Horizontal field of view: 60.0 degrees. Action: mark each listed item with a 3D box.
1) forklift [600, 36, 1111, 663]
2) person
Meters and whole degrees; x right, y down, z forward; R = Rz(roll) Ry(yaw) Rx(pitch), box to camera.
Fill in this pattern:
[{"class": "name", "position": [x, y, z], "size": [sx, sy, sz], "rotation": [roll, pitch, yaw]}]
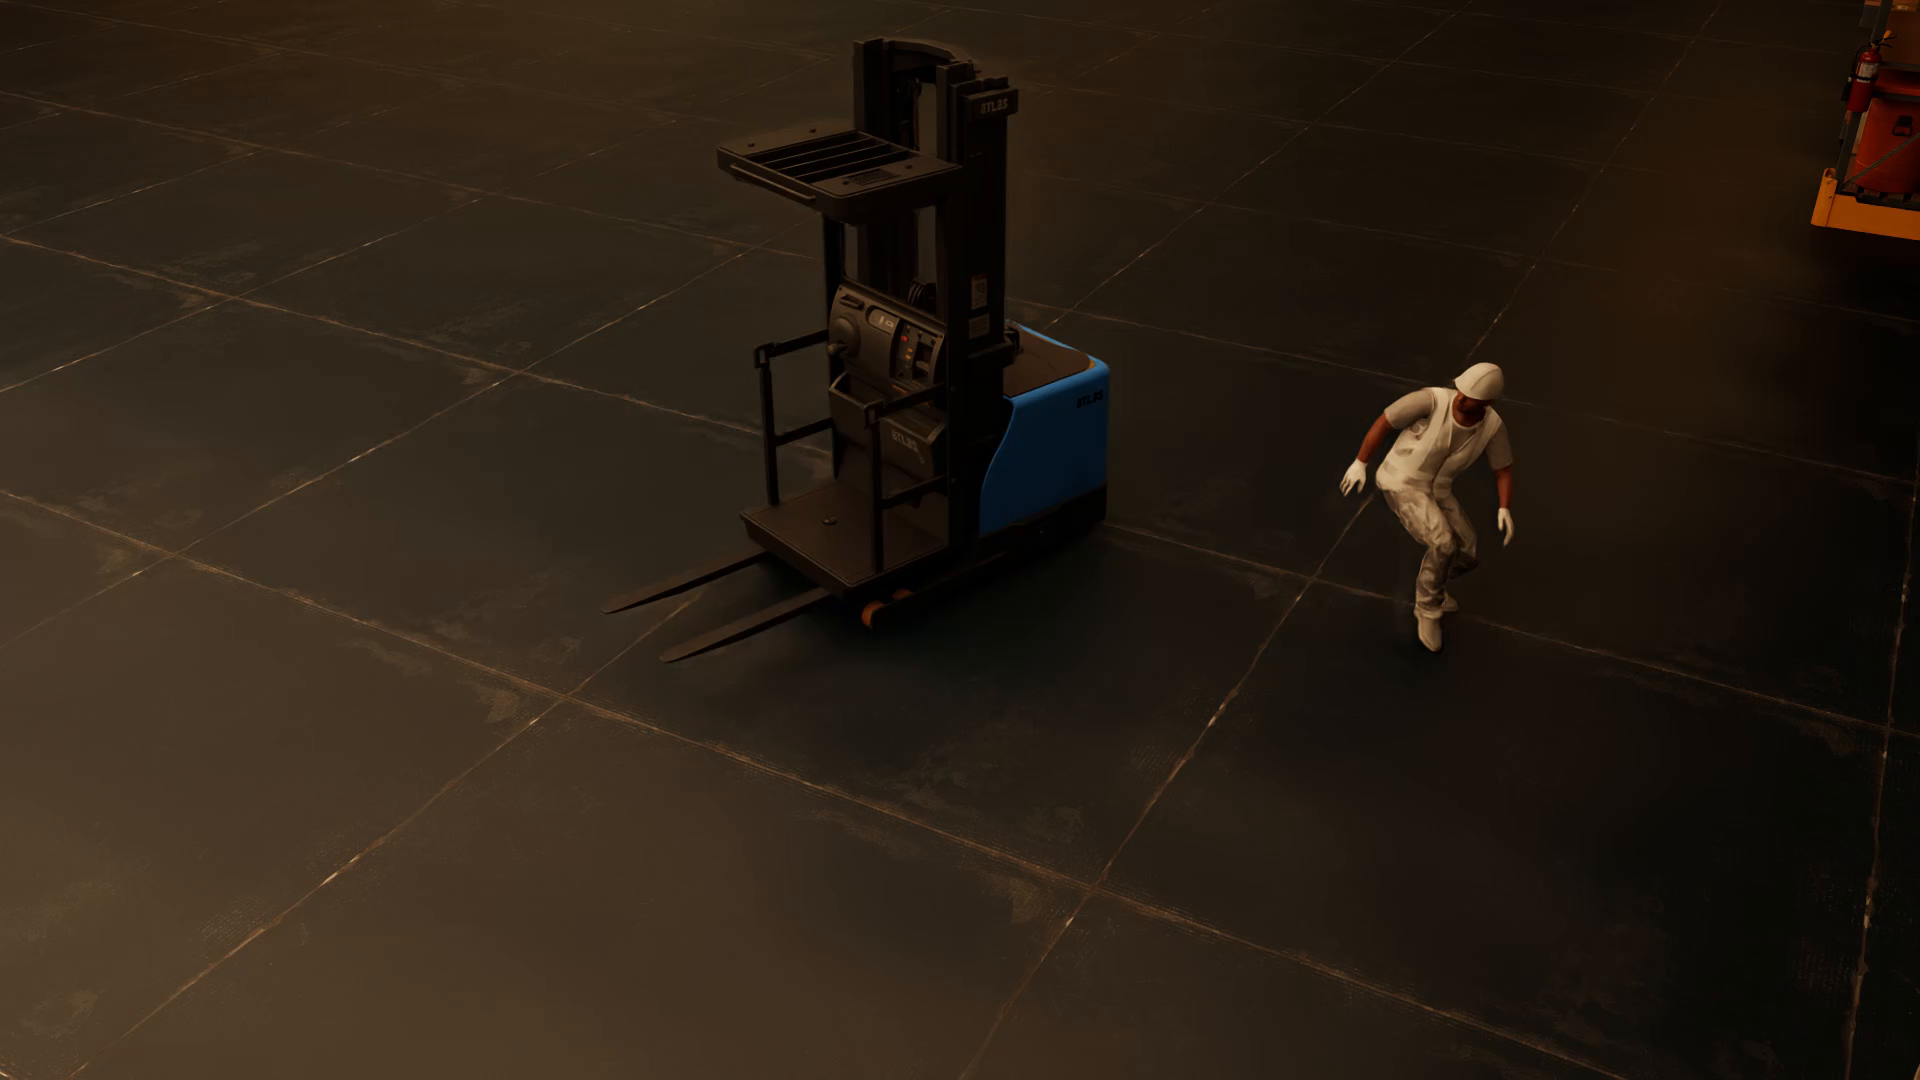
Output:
[{"class": "forklift", "position": [-0.562, -1.067, 8.919], "size": [3.031, 2.935, 1.130], "rotation": [-23, 37, -34]}, {"class": "person", "position": [2.551, -0.221, 8.861], "size": [0.802, 1.557, 0.781], "rotation": [-11, 32, -18]}]
